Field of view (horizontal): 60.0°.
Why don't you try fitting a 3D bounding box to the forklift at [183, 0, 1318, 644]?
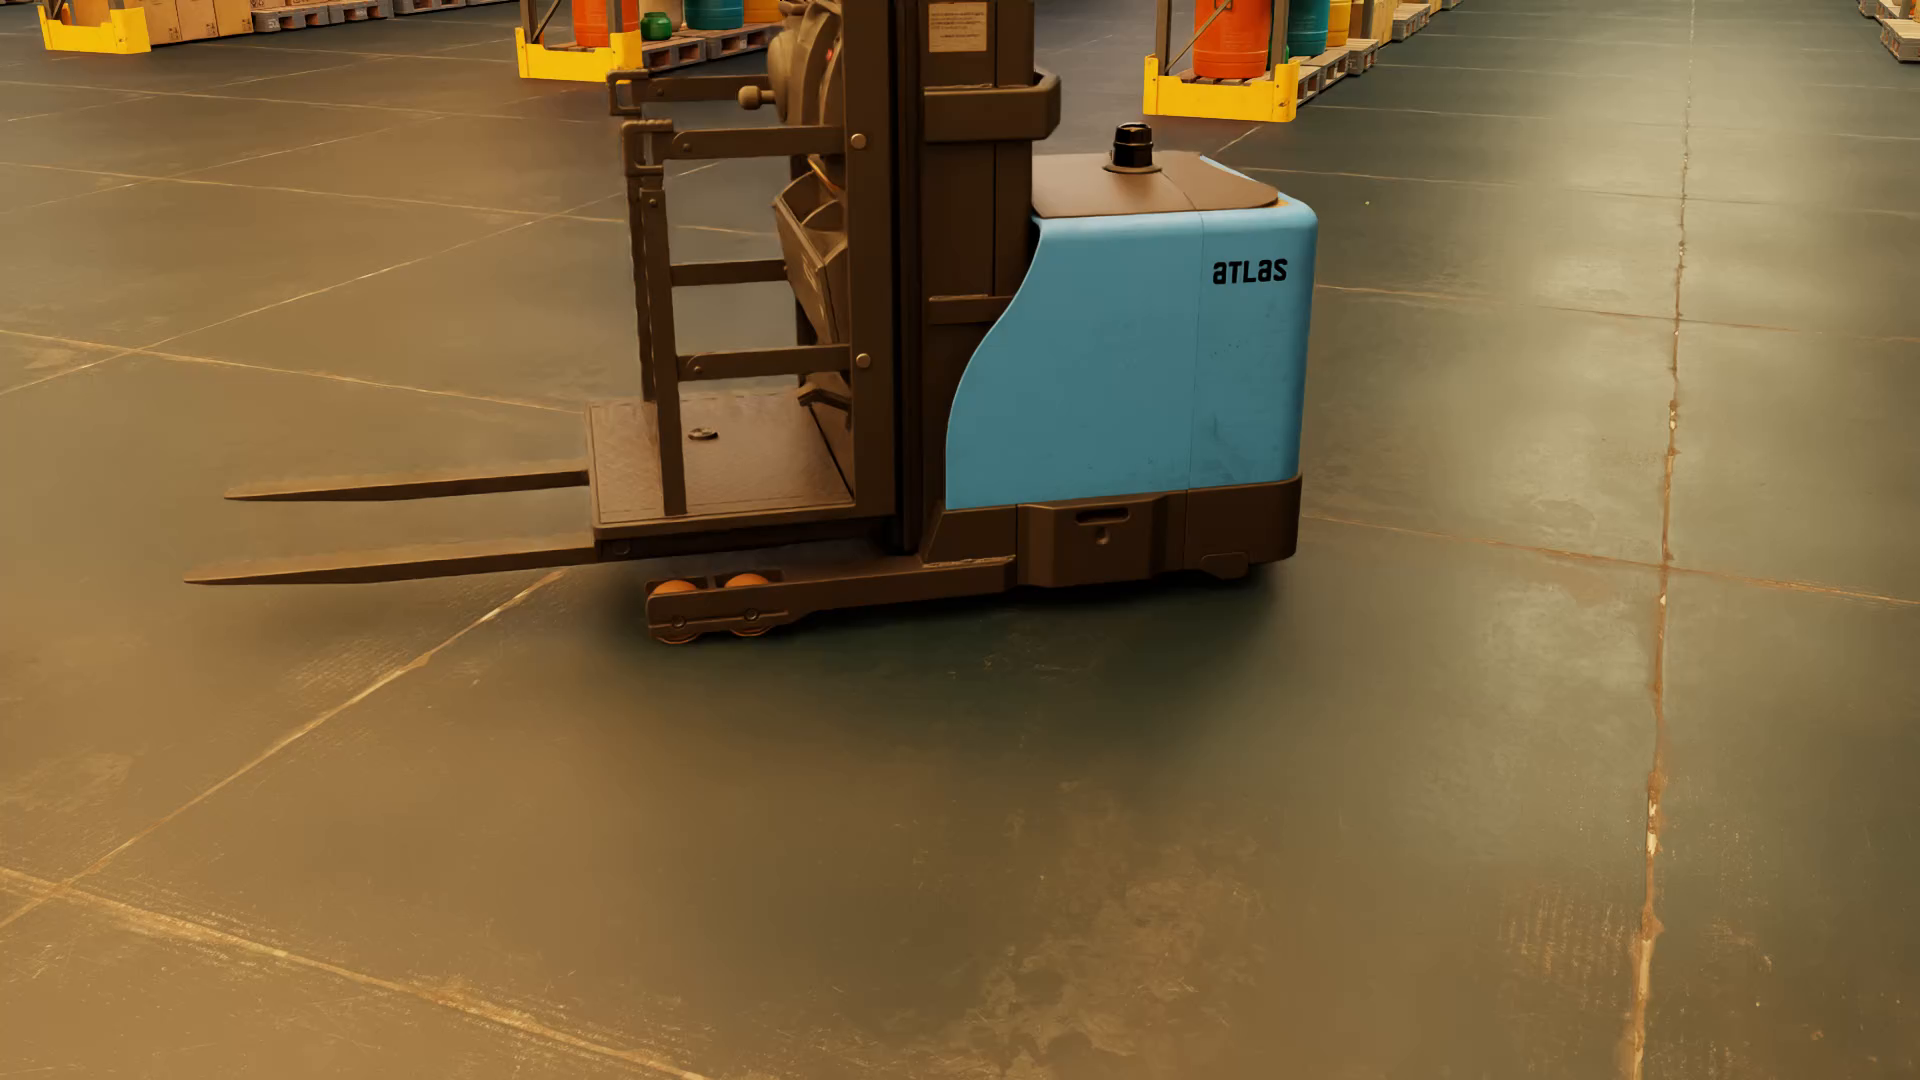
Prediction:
[{"bbox_3d":[-0.594,-1.298,4.398,3.031,2.935,1.130,-5,23,-12],"label":"forklift"}]
